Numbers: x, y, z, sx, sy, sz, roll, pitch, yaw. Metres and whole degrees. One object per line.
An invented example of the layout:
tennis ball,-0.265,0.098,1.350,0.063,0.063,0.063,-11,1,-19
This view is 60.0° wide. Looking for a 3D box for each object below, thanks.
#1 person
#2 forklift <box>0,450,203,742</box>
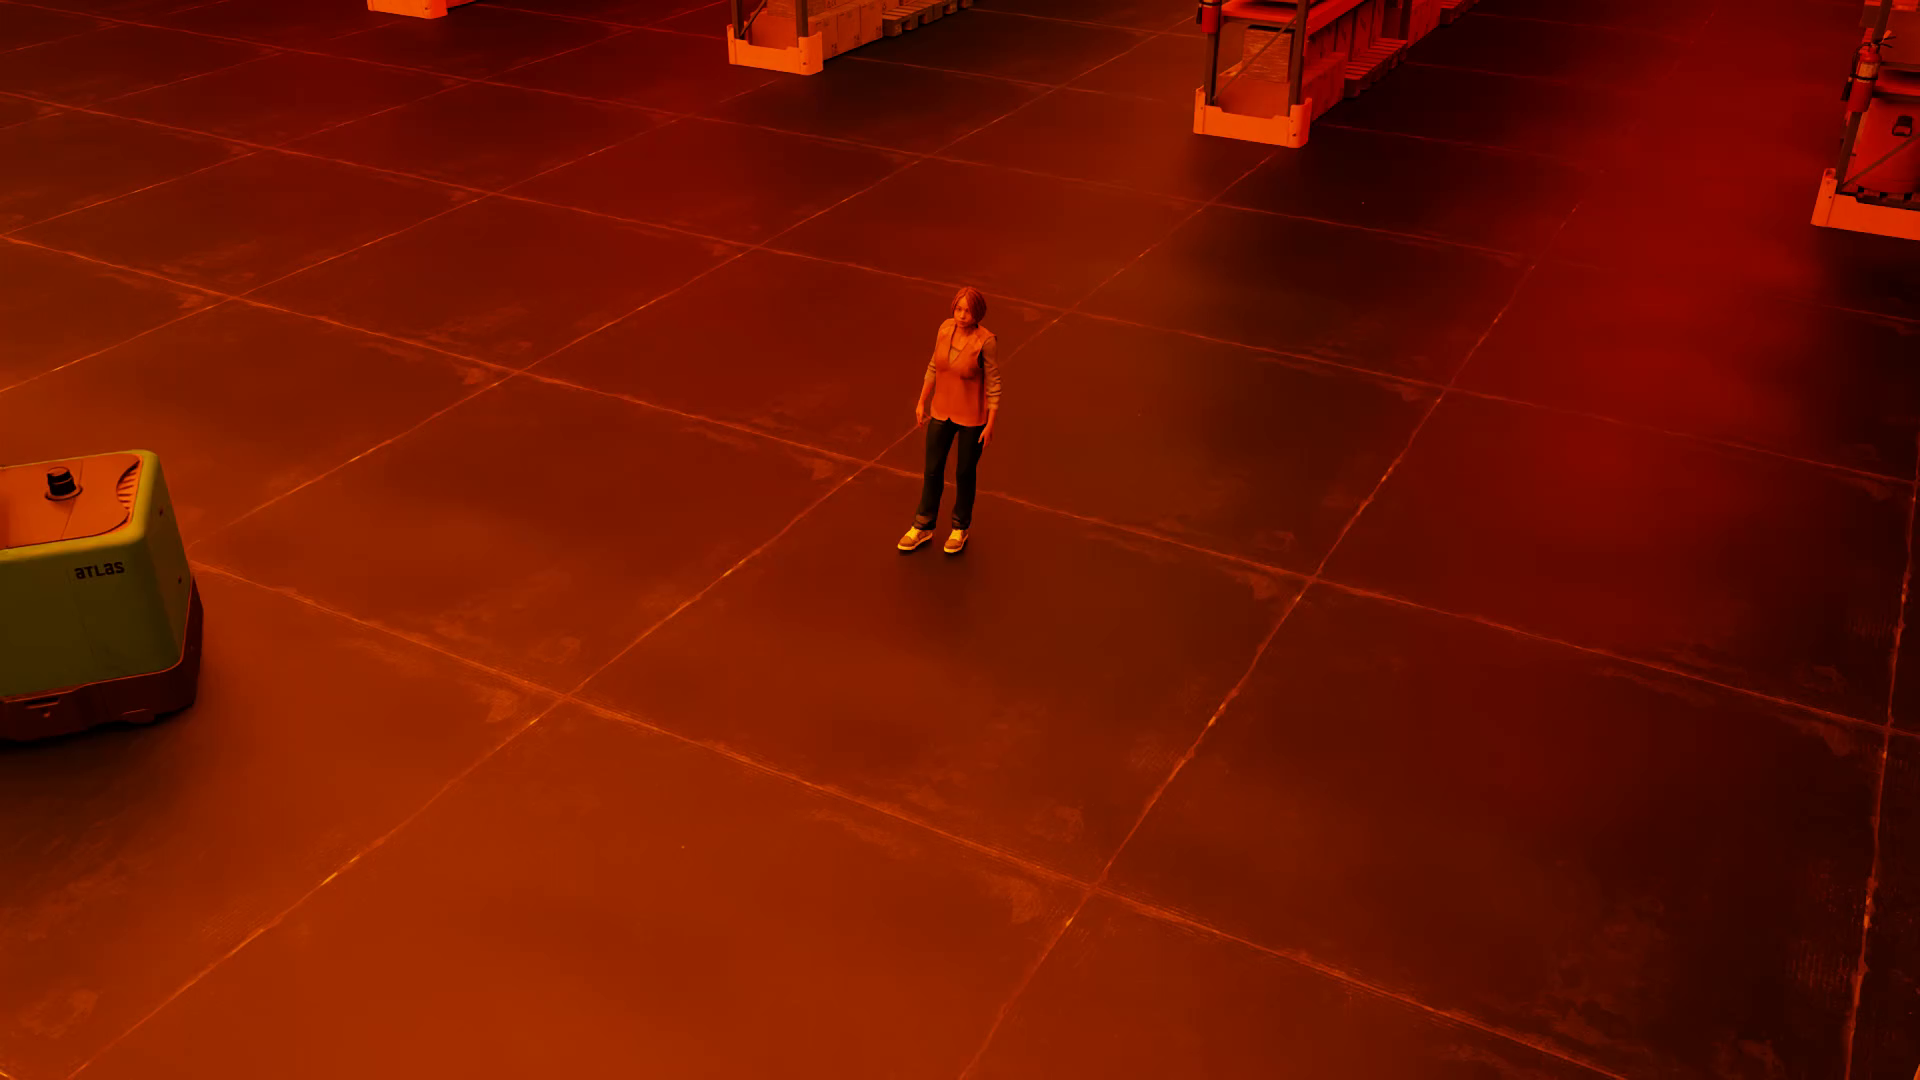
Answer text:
person,-0.051,-0.670,9.552,0.512,1.597,0.476,15,33,25
forklift,-5.473,-0.367,7.707,3.031,2.935,1.130,-10,31,-16
